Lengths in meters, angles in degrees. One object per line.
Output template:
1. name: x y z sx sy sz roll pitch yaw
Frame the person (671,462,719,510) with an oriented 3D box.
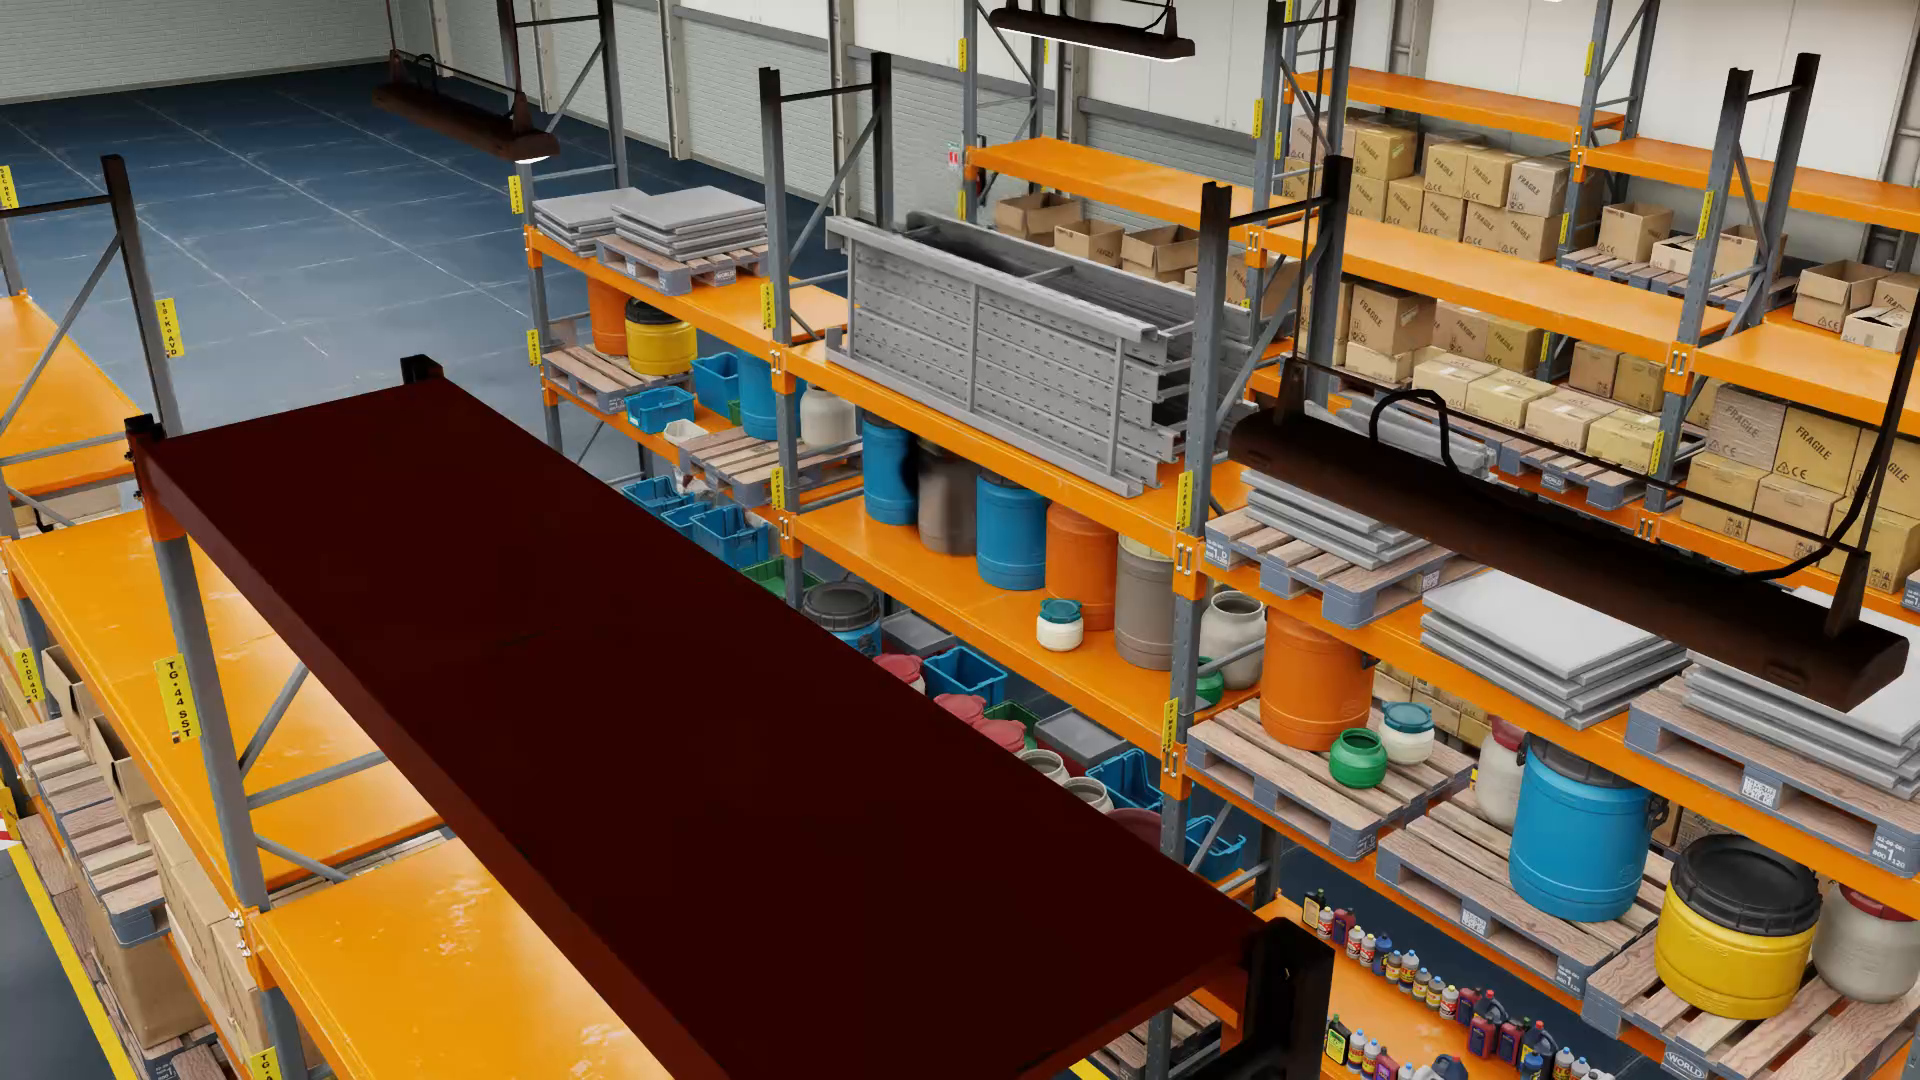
1. person: -2.797 -0.565 17.419 0.826 1.800 0.746 13 29 25

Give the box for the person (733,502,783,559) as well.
1. person: -2.048 -0.129 16.788 0.941 1.542 0.604 20 32 35
